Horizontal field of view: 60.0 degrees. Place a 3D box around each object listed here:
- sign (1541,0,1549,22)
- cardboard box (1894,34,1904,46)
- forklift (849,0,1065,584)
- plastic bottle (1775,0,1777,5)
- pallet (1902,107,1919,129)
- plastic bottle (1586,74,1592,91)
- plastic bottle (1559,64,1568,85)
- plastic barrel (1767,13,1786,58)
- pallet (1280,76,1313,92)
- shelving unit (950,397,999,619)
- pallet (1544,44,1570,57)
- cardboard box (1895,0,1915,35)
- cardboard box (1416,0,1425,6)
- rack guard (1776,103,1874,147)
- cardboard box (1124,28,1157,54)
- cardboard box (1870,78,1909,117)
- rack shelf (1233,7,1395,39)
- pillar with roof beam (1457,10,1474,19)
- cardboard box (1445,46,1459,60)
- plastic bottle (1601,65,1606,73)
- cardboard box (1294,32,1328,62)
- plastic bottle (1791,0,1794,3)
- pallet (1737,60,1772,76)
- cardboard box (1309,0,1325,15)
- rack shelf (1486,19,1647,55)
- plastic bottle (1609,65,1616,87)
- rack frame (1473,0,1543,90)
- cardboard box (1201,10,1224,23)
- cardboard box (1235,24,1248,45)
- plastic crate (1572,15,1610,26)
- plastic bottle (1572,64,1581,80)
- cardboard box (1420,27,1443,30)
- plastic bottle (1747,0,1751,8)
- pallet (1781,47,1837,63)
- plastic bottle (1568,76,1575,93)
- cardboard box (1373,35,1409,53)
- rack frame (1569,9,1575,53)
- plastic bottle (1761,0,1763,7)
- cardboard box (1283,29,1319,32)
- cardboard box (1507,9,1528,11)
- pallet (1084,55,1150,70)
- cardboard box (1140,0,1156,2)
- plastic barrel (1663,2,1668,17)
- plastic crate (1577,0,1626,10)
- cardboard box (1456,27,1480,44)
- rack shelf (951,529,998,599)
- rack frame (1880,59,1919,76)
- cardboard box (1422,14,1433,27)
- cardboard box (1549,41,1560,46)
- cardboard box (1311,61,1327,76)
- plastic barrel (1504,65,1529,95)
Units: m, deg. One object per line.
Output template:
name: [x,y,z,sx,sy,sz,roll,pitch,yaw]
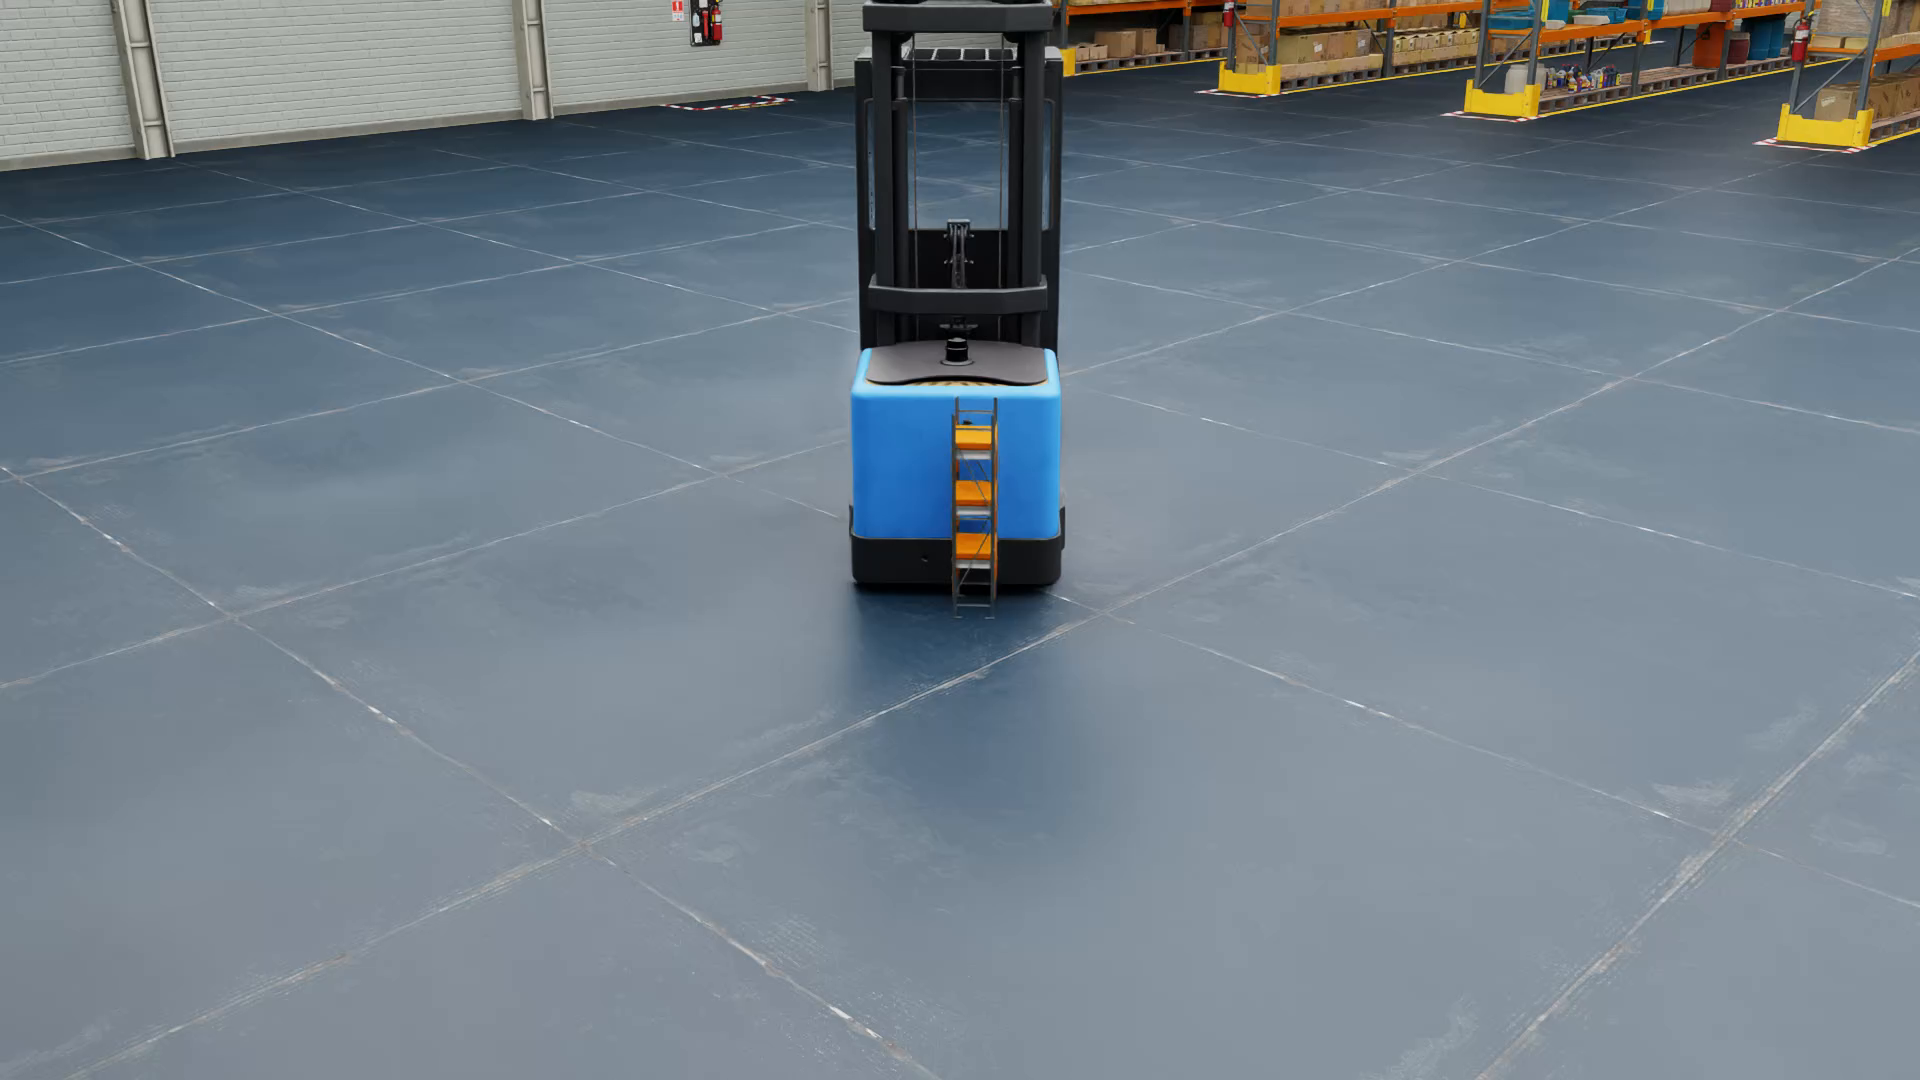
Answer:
sign: [9.233,-8.356,26.248,0.100,0.325,0.005,19,28,41]
cardboard box: [13.472,-7.274,24.169,0.380,0.149,0.250,19,28,41]
forklift: [-0.002,-1.625,9.216,1.130,2.935,3.031,0,21,1]
plastic bottle: [16.408,-10.880,33.478,0.097,0.201,0.097,0,21,0]
pallet: [14.737,-6.671,26.136,1.003,0.211,1.213,19,28,41]
plastic bottle: [10.780,-7.851,28.510,0.097,0.271,0.097,0,21,0]
plastic bottle: [10.640,-8.210,29.334,0.144,0.351,0.185,18,27,38]
plastic barrel: [16.821,-10.531,34.632,0.600,0.901,0.708,19,28,41]
pallet: [5.799,-8.512,30.925,1.003,0.211,1.213,19,28,41]
shelving unit: [0.072,-0.147,7.977,0.215,1.050,0.252,1,24,3]
pallet: [13.126,-11.171,37.843,1.003,0.211,1.213,19,28,41]
cardboard box: [13.436,-7.722,24.431,0.875,0.500,0.500,19,28,41]
cardboard box: [9.000,-11.010,33.399,0.500,0.500,0.500,-18,27,-38]
rack guard: [12.443,-5.979,23.932,1.175,0.500,0.348,19,28,41]
cardboard box: [3.838,-10.635,35.434,0.500,0.500,0.500,17,27,37]
cardboard box: [14.102,-6.762,25.386,0.500,0.500,0.500,16,26,36]
rack shelf: [6.690,-9.784,31.353,1.077,0.370,4.000,19,28,41]
pillar with roof beam: [17.253,-17.591,42.299,9.100,9.000,0.400,19,28,41]
cardboard box: [9.974,-10.117,34.462,0.500,0.250,0.500,-19,28,-41]
plastic bottle: [11.286,-8.161,29.205,0.144,0.351,0.185,19,28,41]
cardboard box: [6.516,-9.212,31.062,0.500,0.500,0.500,19,28,41]
plastic bottle: [17.041,-11.143,34.046,0.061,0.283,0.133,19,28,41]
pallet: [15.793,-9.645,33.875,1.003,0.211,1.213,19,28,41]
cardboard box: [6.343,-10.032,30.855,0.700,0.500,0.500,19,28,41]
rack shelf: [10.237,-8.544,28.125,1.077,0.370,4.000,19,28,41]
plastic bottle: [11.389,-8.125,29.111,0.144,0.351,0.185,18,28,39]
rack frame: [8.841,-8.365,26.658,1.000,3.000,0.127,19,28,41]
cardboard box: [5.700,-11.704,37.170,0.500,0.250,0.500,18,28,39]
cardboard box: [6.090,-11.504,37.694,0.700,0.500,0.500,19,28,40]
plastic crate: [10.681,-8.790,28.130,0.530,0.136,0.437,19,28,41]
plastic bottle: [10.875,-8.223,29.366,0.144,0.351,0.185,19,28,41]
cardboard box: [9.940,-10.639,35.038,0.500,0.311,0.500,18,28,39]
plastic bottle: [15.405,-10.540,32.478,0.061,0.283,0.133,19,28,41]
pallet: [18.549,-10.662,36.521,1.003,0.211,1.213,19,28,41]
plastic bottle: [10.330,-7.685,28.079,0.097,0.271,0.097,0,21,0]
cardboard box: [8.552,-9.853,32.993,0.500,0.311,0.500,19,28,41]
rack frame: [13.666,-12.691,37.912,1.000,3.000,0.127,19,28,41]
plastic bottle: [15.862,-10.712,32.943,0.097,0.271,0.097,0,21,0]
cardboard box: [6.493,-9.470,31.734,0.500,0.500,0.500,19,28,41]
cardboard box: [12.457,-11.759,37.313,0.500,0.250,0.500,19,28,41]
pallet: [3.239,-10.075,34.993,1.003,0.211,1.213,19,28,41]
cardboard box: [3.727,-11.356,34.619,0.500,0.250,0.500,19,28,40]
plastic barrel: [12.665,-9.631,30.144,0.301,0.262,0.301,0,21,0]
plastic crate: [11.176,-9.262,29.077,0.767,0.338,0.504,19,28,41]
cardboard box: [10.687,-10.641,35.043,0.500,0.311,0.500,-19,28,-41]
rack shelf: [0.073,0.116,8.095,0.215,0.259,0.240,1,24,3]
rack frame: [15.181,-8.154,26.108,1.000,3.000,0.127,19,28,41]
cardboard box: [11.789,-13.524,42.978,0.700,0.500,0.500,18,27,39]
cardboard box: [13.177,-11.406,37.439,0.500,0.500,0.500,19,28,41]
cardboard box: [6.524,-8.859,31.189,0.500,0.250,0.500,19,28,41]
plastic barrel: [9.246,-7.589,27.519,0.421,0.512,0.421,0,21,0]
